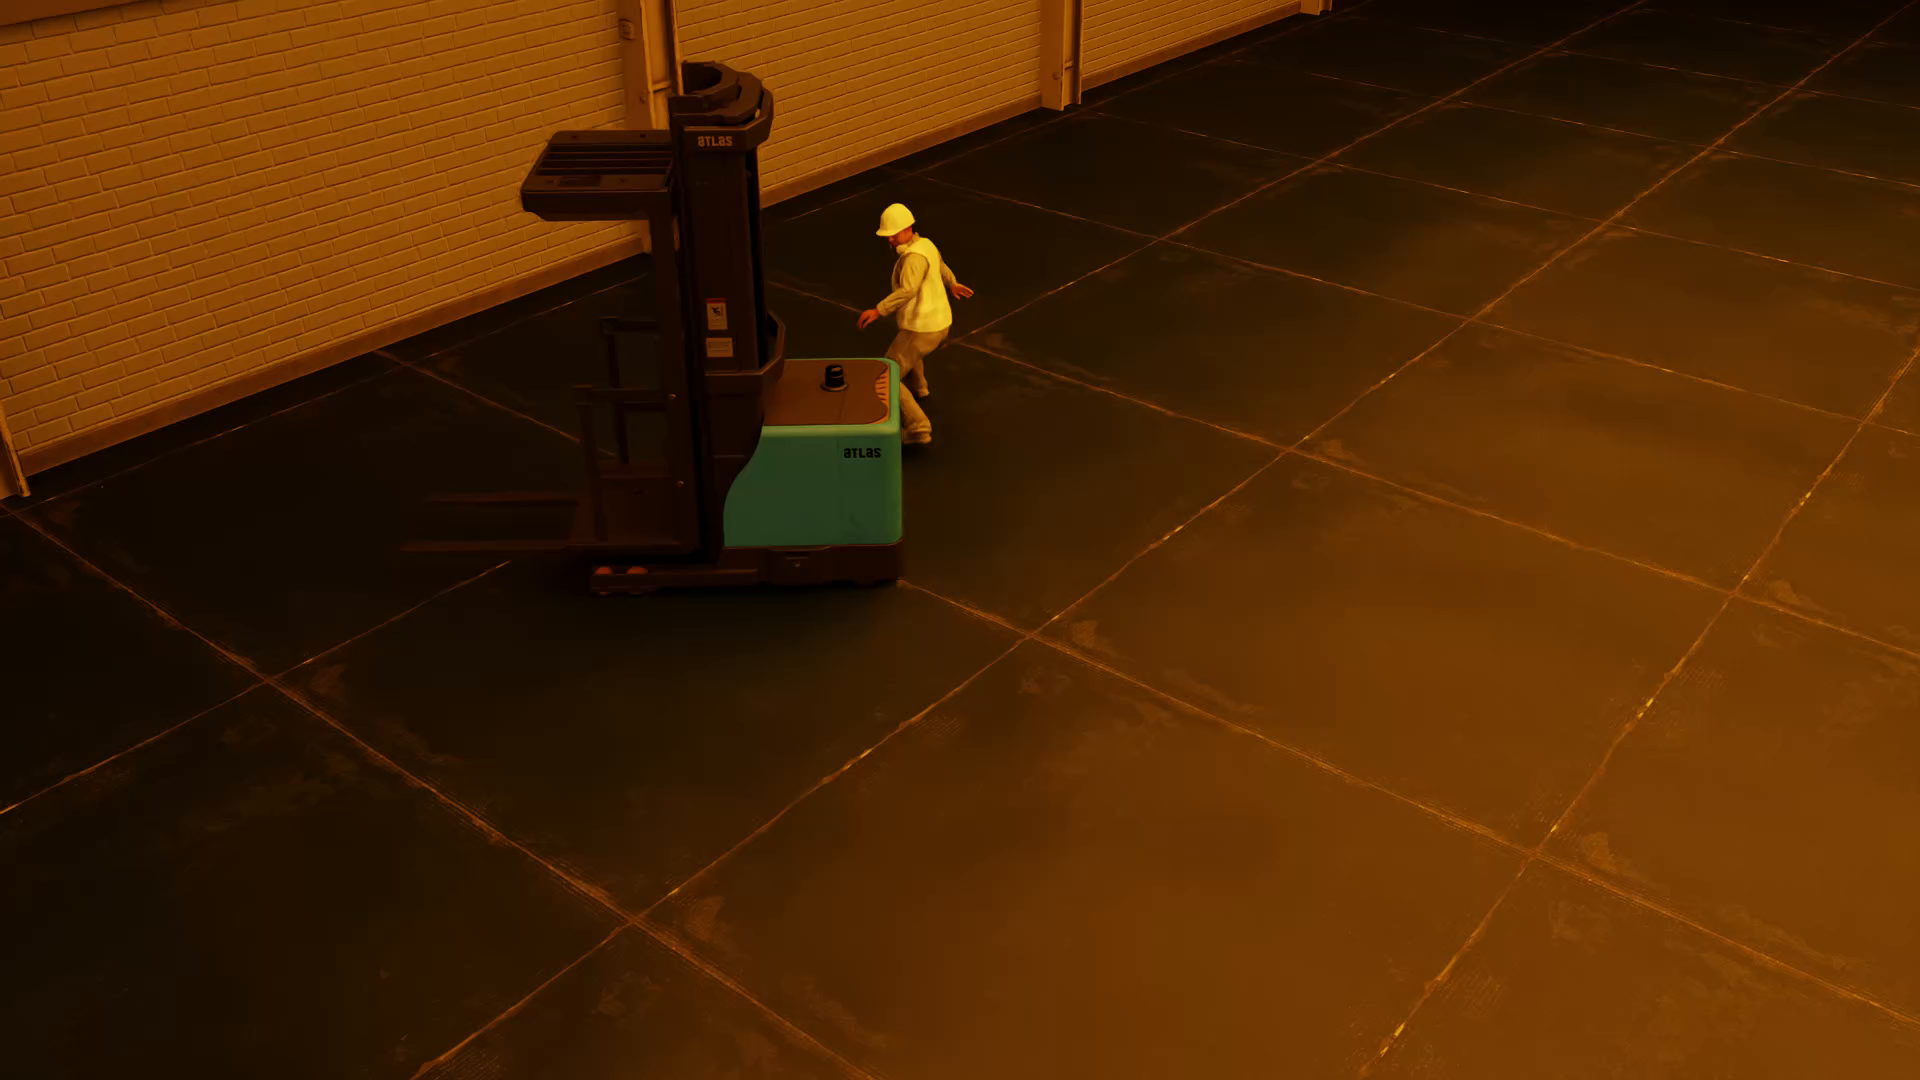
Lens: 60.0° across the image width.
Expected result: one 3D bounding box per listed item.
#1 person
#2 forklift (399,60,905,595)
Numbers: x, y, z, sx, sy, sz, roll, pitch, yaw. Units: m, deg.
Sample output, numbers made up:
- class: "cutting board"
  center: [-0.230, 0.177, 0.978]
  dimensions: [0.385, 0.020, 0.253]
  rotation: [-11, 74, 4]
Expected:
- class: "person"
  center: [-0.303, -1.518, 11.594]
  dimensions: [0.539, 1.715, 1.116]
  rotation: [9, 31, 15]
- class: "forklift"
  center: [-1.859, -1.207, 9.660]
  dimensions: [3.031, 2.935, 1.130]
  rotation: [-1, 30, -2]
